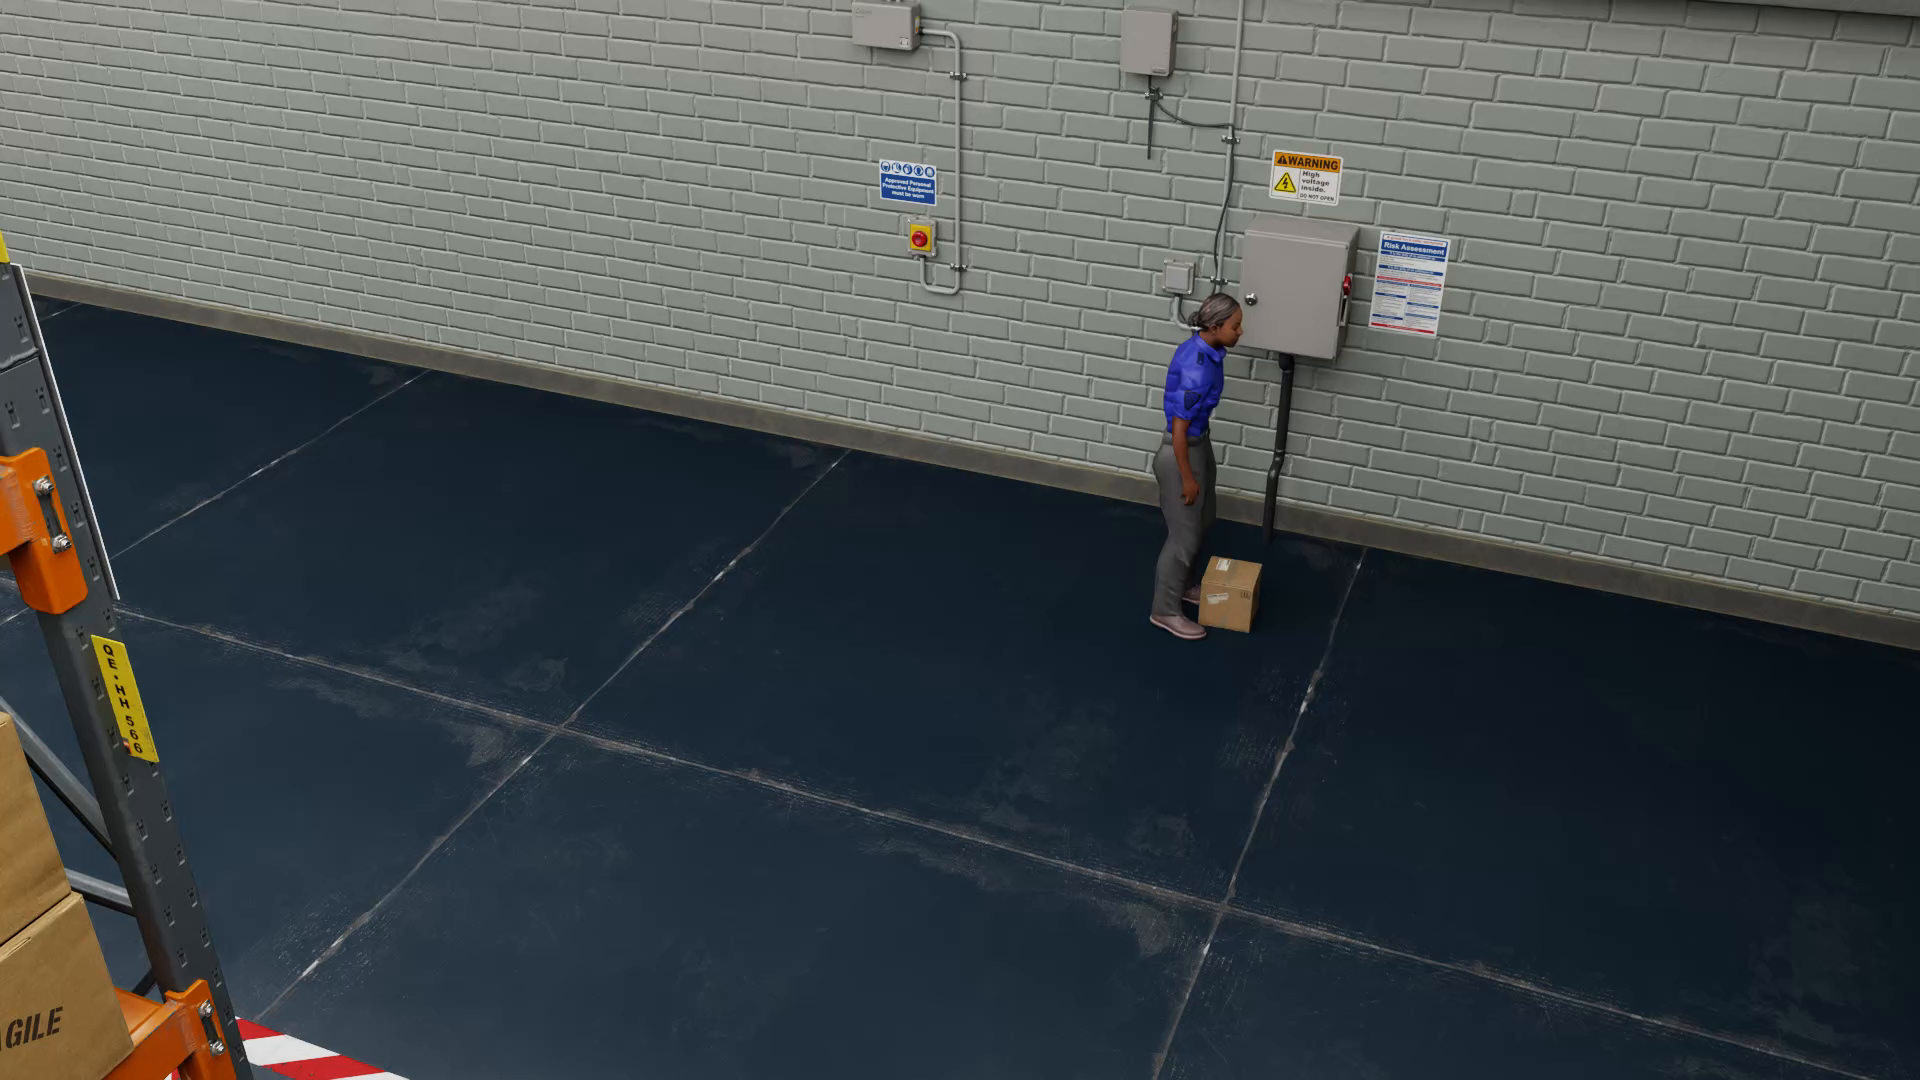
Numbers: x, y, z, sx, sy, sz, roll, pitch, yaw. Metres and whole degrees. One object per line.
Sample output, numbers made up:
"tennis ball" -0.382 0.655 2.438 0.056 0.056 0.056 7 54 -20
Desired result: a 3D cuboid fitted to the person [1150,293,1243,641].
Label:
"person" 1.090 -0.371 7.781 0.351 1.654 0.527 10 31 16
